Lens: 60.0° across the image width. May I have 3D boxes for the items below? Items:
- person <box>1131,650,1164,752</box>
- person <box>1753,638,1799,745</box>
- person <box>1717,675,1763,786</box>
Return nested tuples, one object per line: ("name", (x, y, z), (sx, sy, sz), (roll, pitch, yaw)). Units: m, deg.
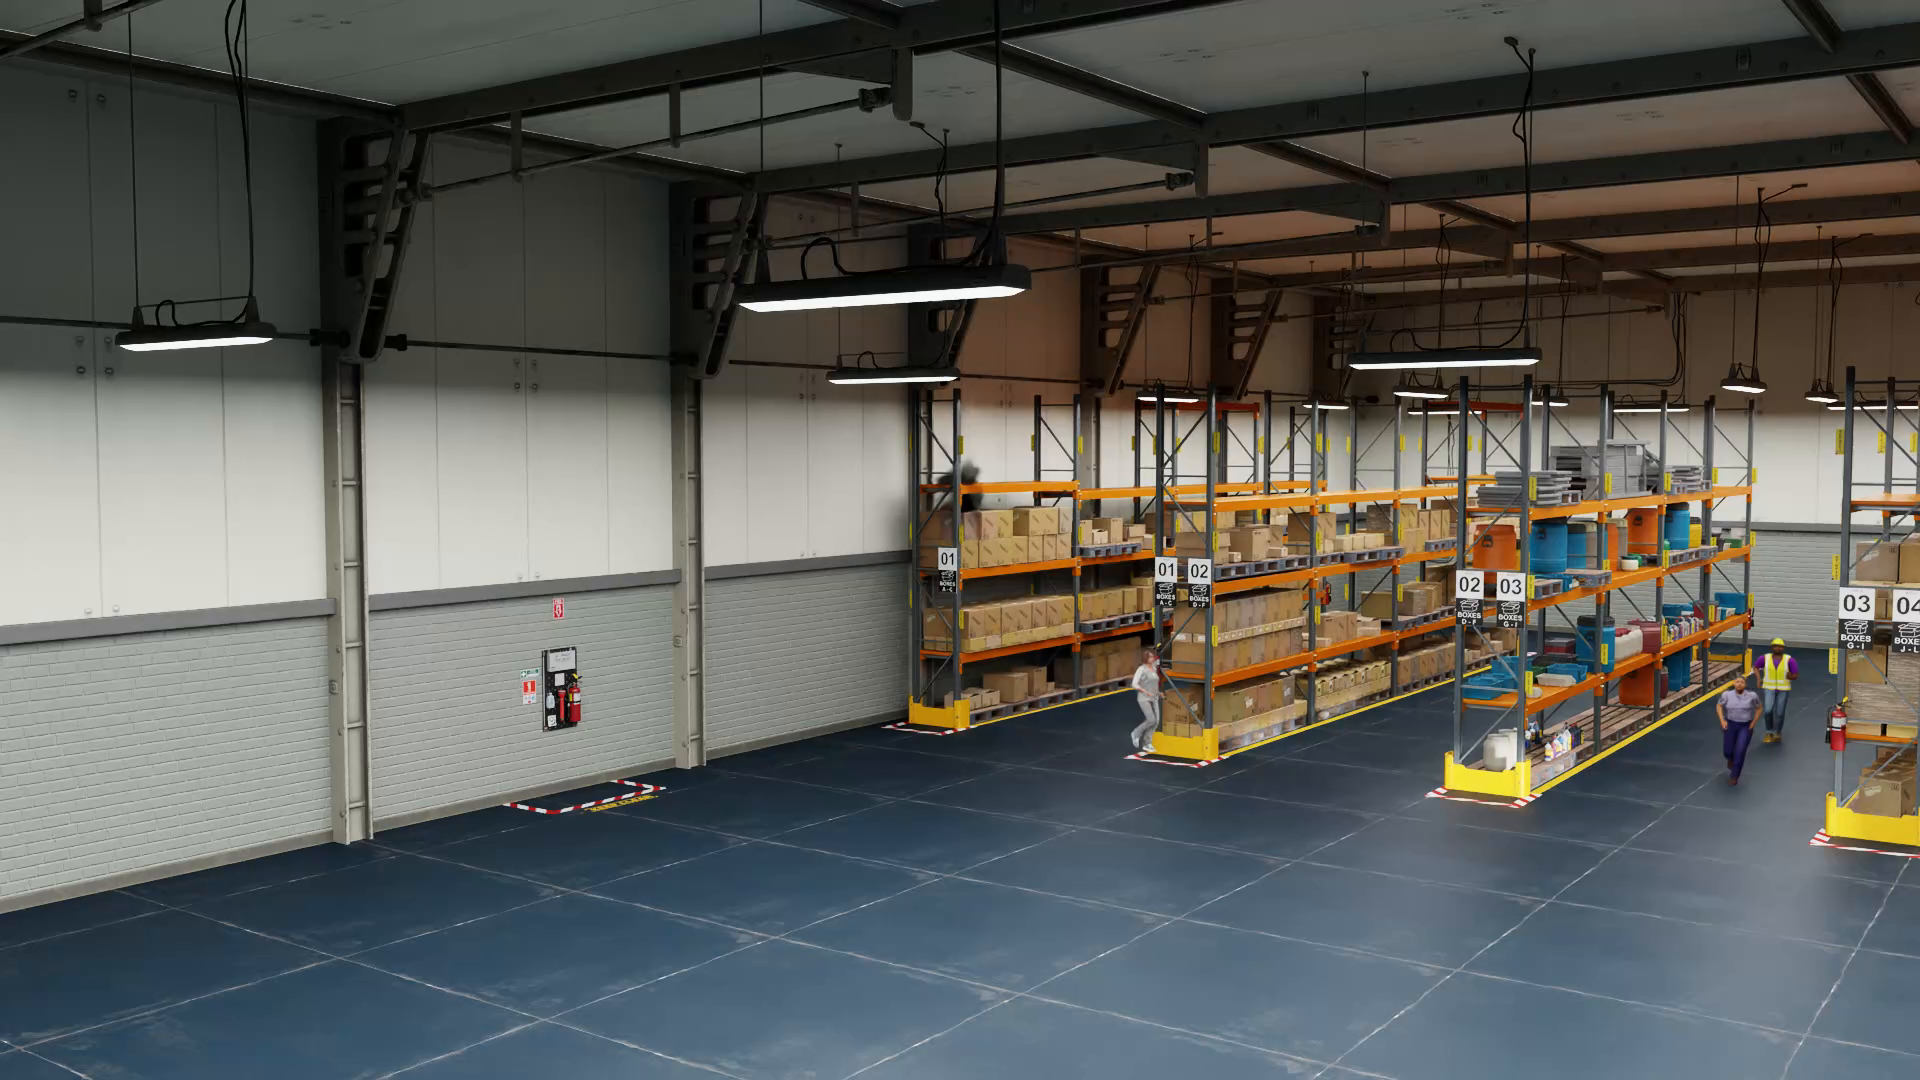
("person", (2.886, 2.518, 25.657), (0.534, 1.465, 0.502), (-3, 5, -44))
("person", (13.664, 2.542, 27.854), (0.677, 1.798, 0.683), (1, 4, 24))
("person", (11.575, 2.805, 24.703), (0.627, 1.620, 0.651), (2, 4, 28))
